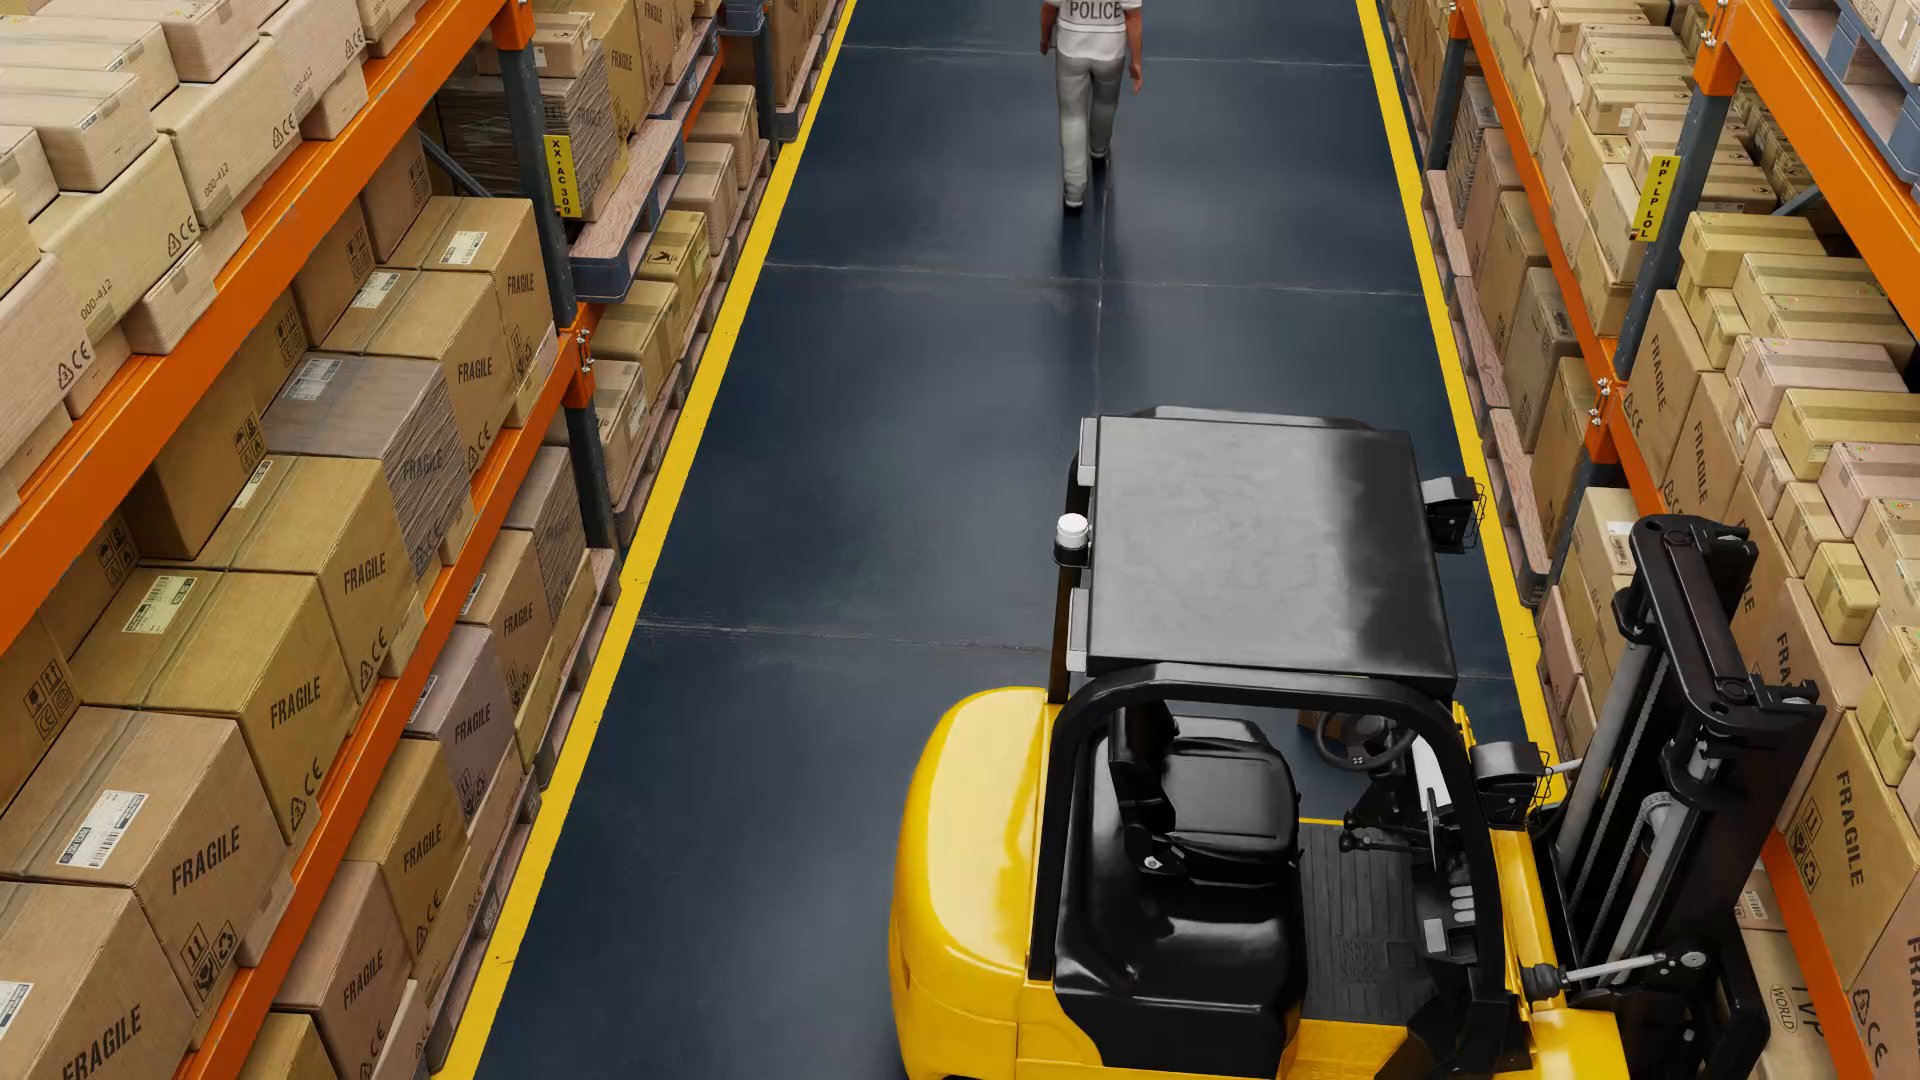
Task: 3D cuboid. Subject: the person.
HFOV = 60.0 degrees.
[{"bbox_3d":[0.744,-2.898,9.595,0.576,1.718,0.989,-2,40,-2],"label":"person"}]
